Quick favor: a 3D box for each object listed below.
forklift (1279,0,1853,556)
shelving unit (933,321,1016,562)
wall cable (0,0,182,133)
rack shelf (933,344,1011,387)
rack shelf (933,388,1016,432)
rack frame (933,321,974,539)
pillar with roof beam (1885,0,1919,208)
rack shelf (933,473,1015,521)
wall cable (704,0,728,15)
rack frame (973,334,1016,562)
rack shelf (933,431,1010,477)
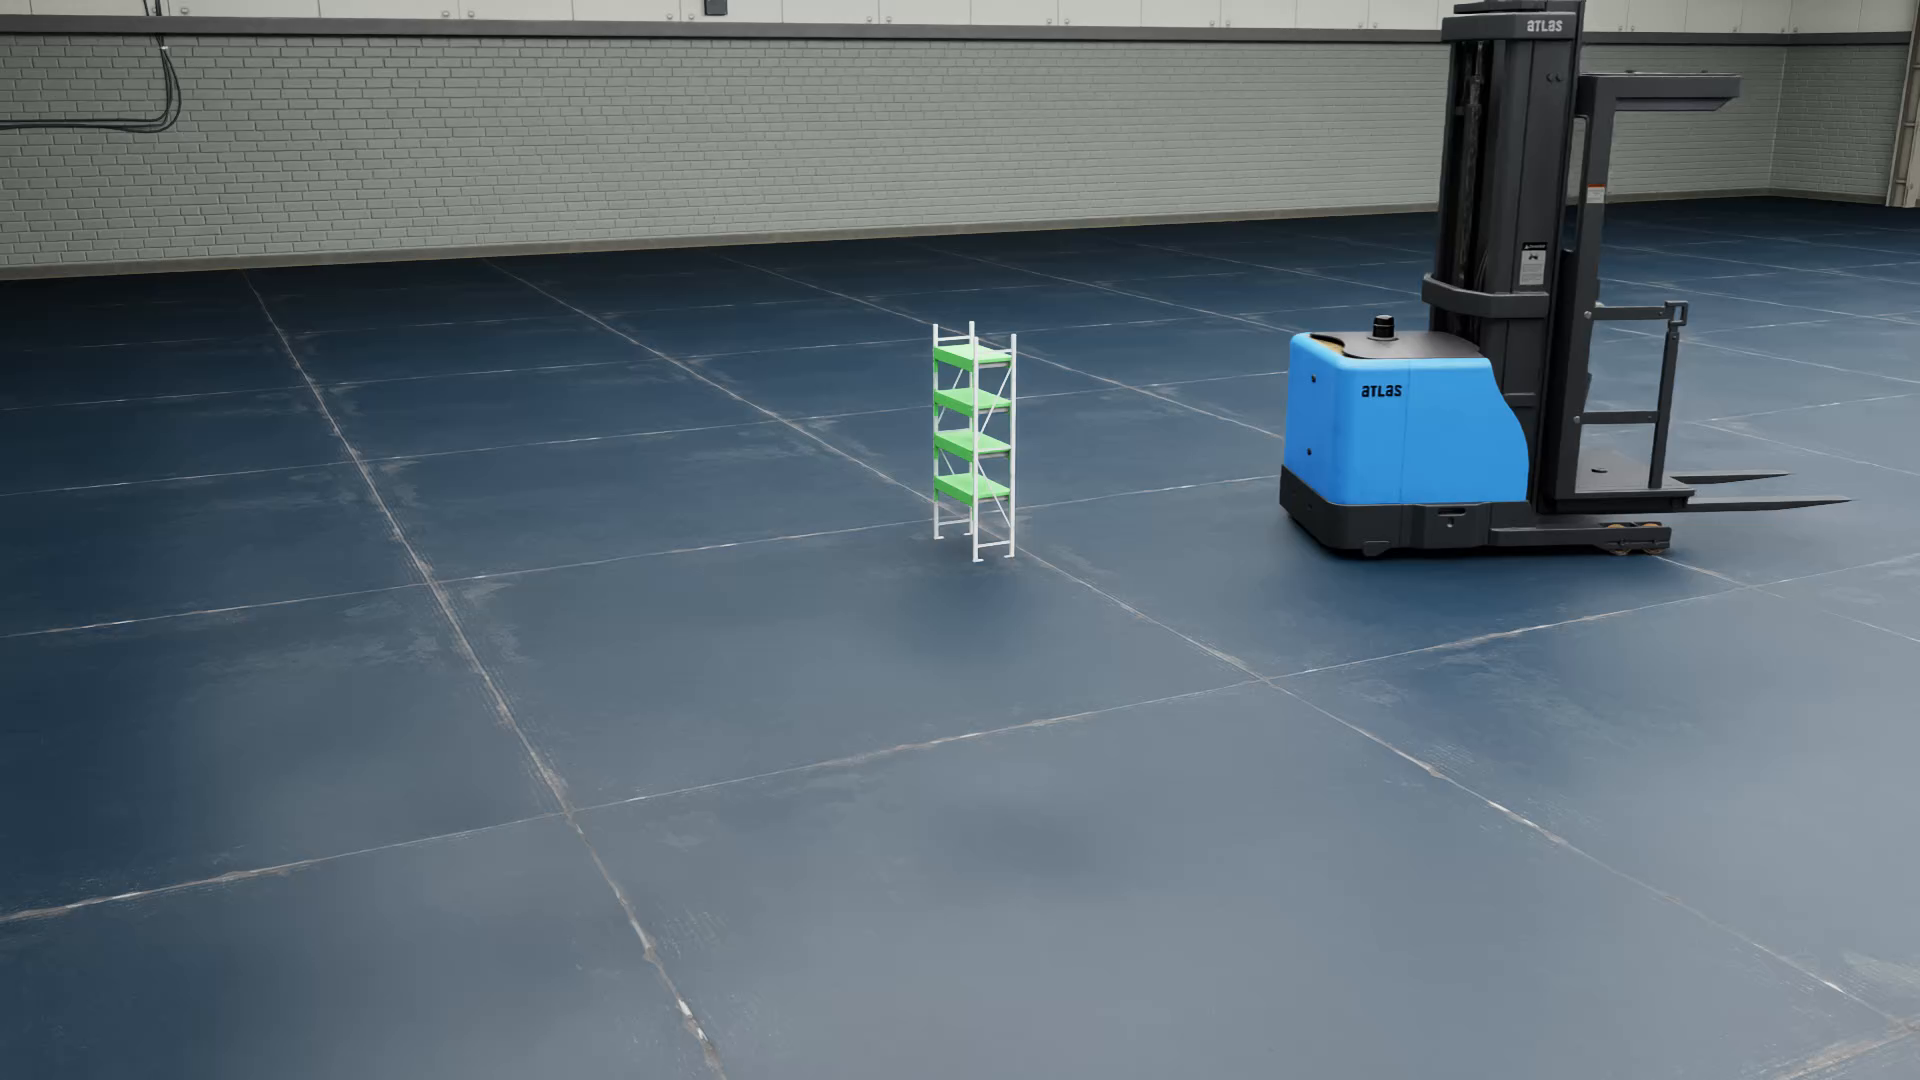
[{"bbox_3d":[3.415,-1.470,9.060,3.031,2.935,1.130,-1,16,-5],"label":"forklift"},{"bbox_3d":[0.073,-0.536,8.942,0.258,1.200,0.503,-8,18,-25],"label":"shelving unit"},{"bbox_3d":[-11.043,-6.078,19.745,3.097,2.526,0.112,-8,18,-25],"label":"wall cable"},{"bbox_3d":[0.073,-0.936,8.827,0.258,0.148,0.480,-8,18,-25],"label":"rack shelf"},{"bbox_3d":[0.073,-0.705,8.894,0.258,0.148,0.480,-8,18,-25],"label":"rack shelf"},{"bbox_3d":[-0.034,-0.596,9.153,0.240,1.200,0.015,-8,18,-25],"label":"rack frame"},{"bbox_3d":[13.506,-9.966,27.666,9.100,9.000,0.400,-8,18,-25],"label":"pillar with roof beam"},{"bbox_3d":[0.073,-0.244,9.026,0.258,0.148,0.480,-8,18,-25],"label":"rack shelf"},{"bbox_3d":[-2.502,-10.348,22.832,2.305,6.003,0.169,-8,18,-25],"label":"wall cable"},{"bbox_3d":[0.179,-0.475,8.731,0.240,1.200,0.015,-8,18,-25],"label":"rack frame"},{"bbox_3d":[0.073,-0.474,8.960,0.258,0.148,0.480,-8,18,-25],"label":"rack shelf"}]
